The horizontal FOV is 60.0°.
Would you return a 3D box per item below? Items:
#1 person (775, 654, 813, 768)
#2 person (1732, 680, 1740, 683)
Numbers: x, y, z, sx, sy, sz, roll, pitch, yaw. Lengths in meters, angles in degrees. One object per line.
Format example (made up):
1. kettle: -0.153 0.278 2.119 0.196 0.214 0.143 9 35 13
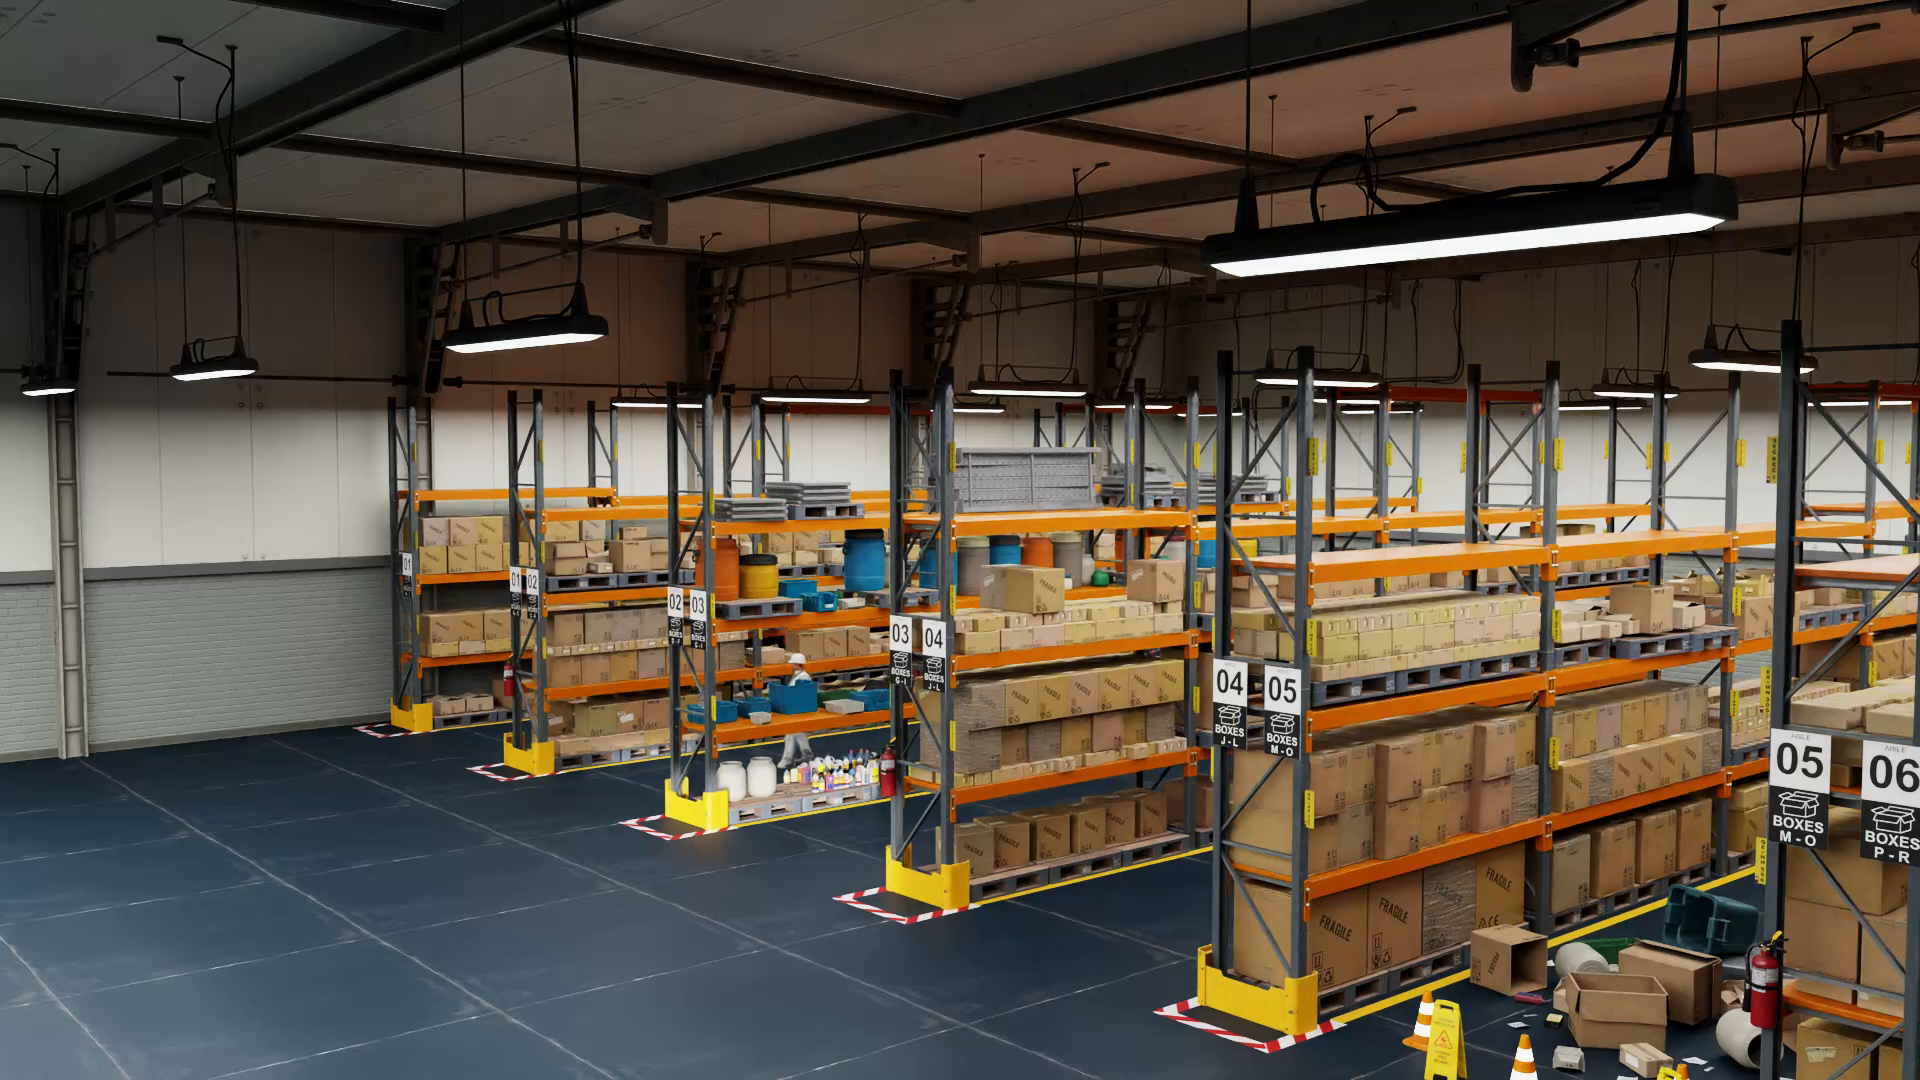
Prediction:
1. person: -2.682 2.720 26.736 0.662 1.771 0.639 -1 3 -13
2. person: 11.606 2.896 24.585 0.635 1.684 0.751 -2 4 -30
